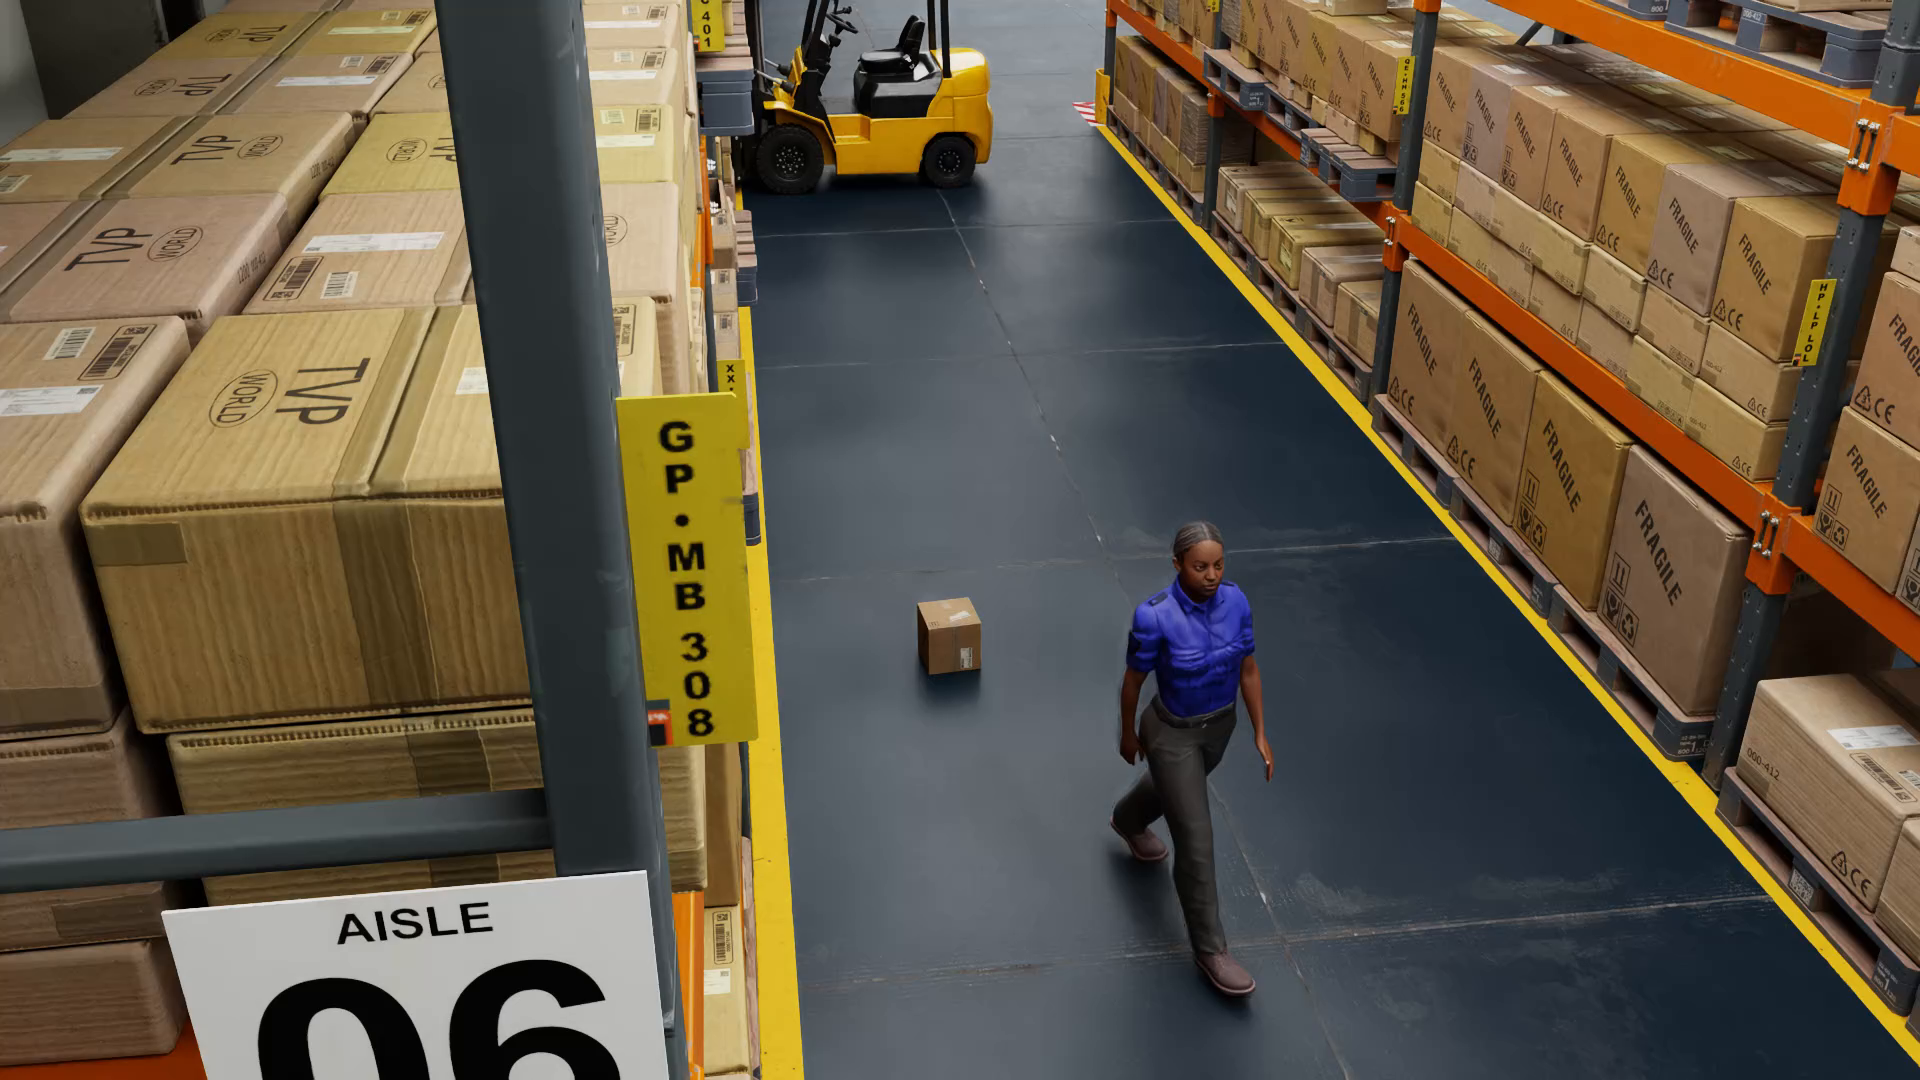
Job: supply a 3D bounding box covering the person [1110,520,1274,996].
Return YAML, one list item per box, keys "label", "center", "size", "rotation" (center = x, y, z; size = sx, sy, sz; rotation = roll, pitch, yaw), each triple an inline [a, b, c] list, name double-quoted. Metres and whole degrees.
- label: "person"
  center: [0.824, 0.668, 5.818]
  size: [0.451, 1.594, 1.029]
  rotation: [-15, 31, -26]
